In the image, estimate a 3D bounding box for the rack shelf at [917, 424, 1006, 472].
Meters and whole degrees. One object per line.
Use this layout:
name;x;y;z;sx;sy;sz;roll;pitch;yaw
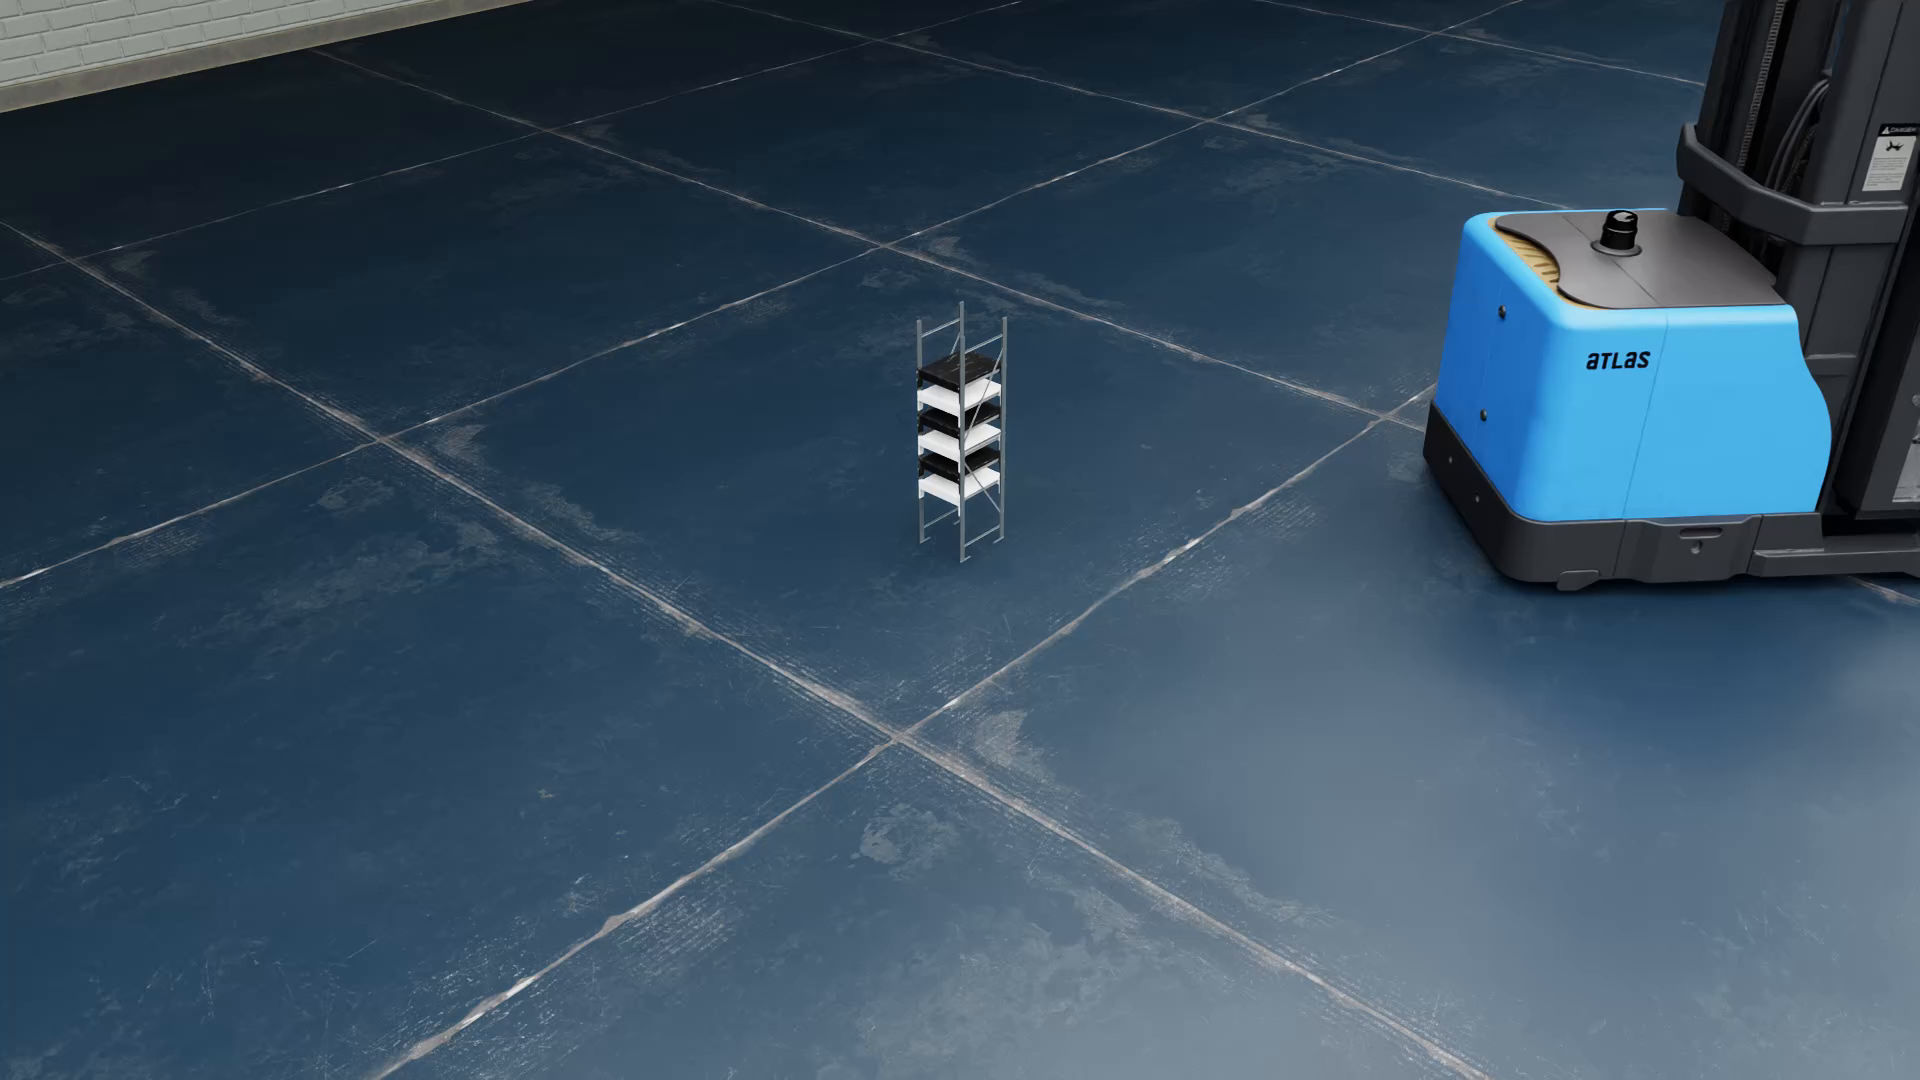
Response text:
rack shelf;0.006;-0.354;6.030;0.200;0.077;0.258;25;39;35

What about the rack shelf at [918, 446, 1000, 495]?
rack shelf;0.006;-0.277;6.077;0.200;0.077;0.258;25;39;35

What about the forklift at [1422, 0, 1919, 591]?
forklift;3.399;-1.368;5.681;3.031;2.935;1.130;-2;31;-4

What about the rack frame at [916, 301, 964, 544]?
rack frame;-0.069;-0.418;6.072;0.006;0.900;0.240;25;39;35

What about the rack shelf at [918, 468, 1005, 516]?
rack shelf;0.006;-0.200;6.123;0.200;0.077;0.258;25;39;35

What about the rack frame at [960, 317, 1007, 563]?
rack frame;0.081;-0.348;5.955;0.006;0.900;0.240;25;39;35

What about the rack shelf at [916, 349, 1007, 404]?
rack shelf;0.006;-0.585;5.891;0.200;0.077;0.258;25;39;35

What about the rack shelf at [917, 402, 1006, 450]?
rack shelf;0.006;-0.431;5.984;0.200;0.077;0.258;25;39;35

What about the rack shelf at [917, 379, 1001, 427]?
rack shelf;0.006;-0.508;5.938;0.200;0.077;0.258;25;39;35

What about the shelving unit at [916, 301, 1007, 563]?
shelving unit;0.006;-0.383;6.013;0.210;0.900;0.258;25;39;35
